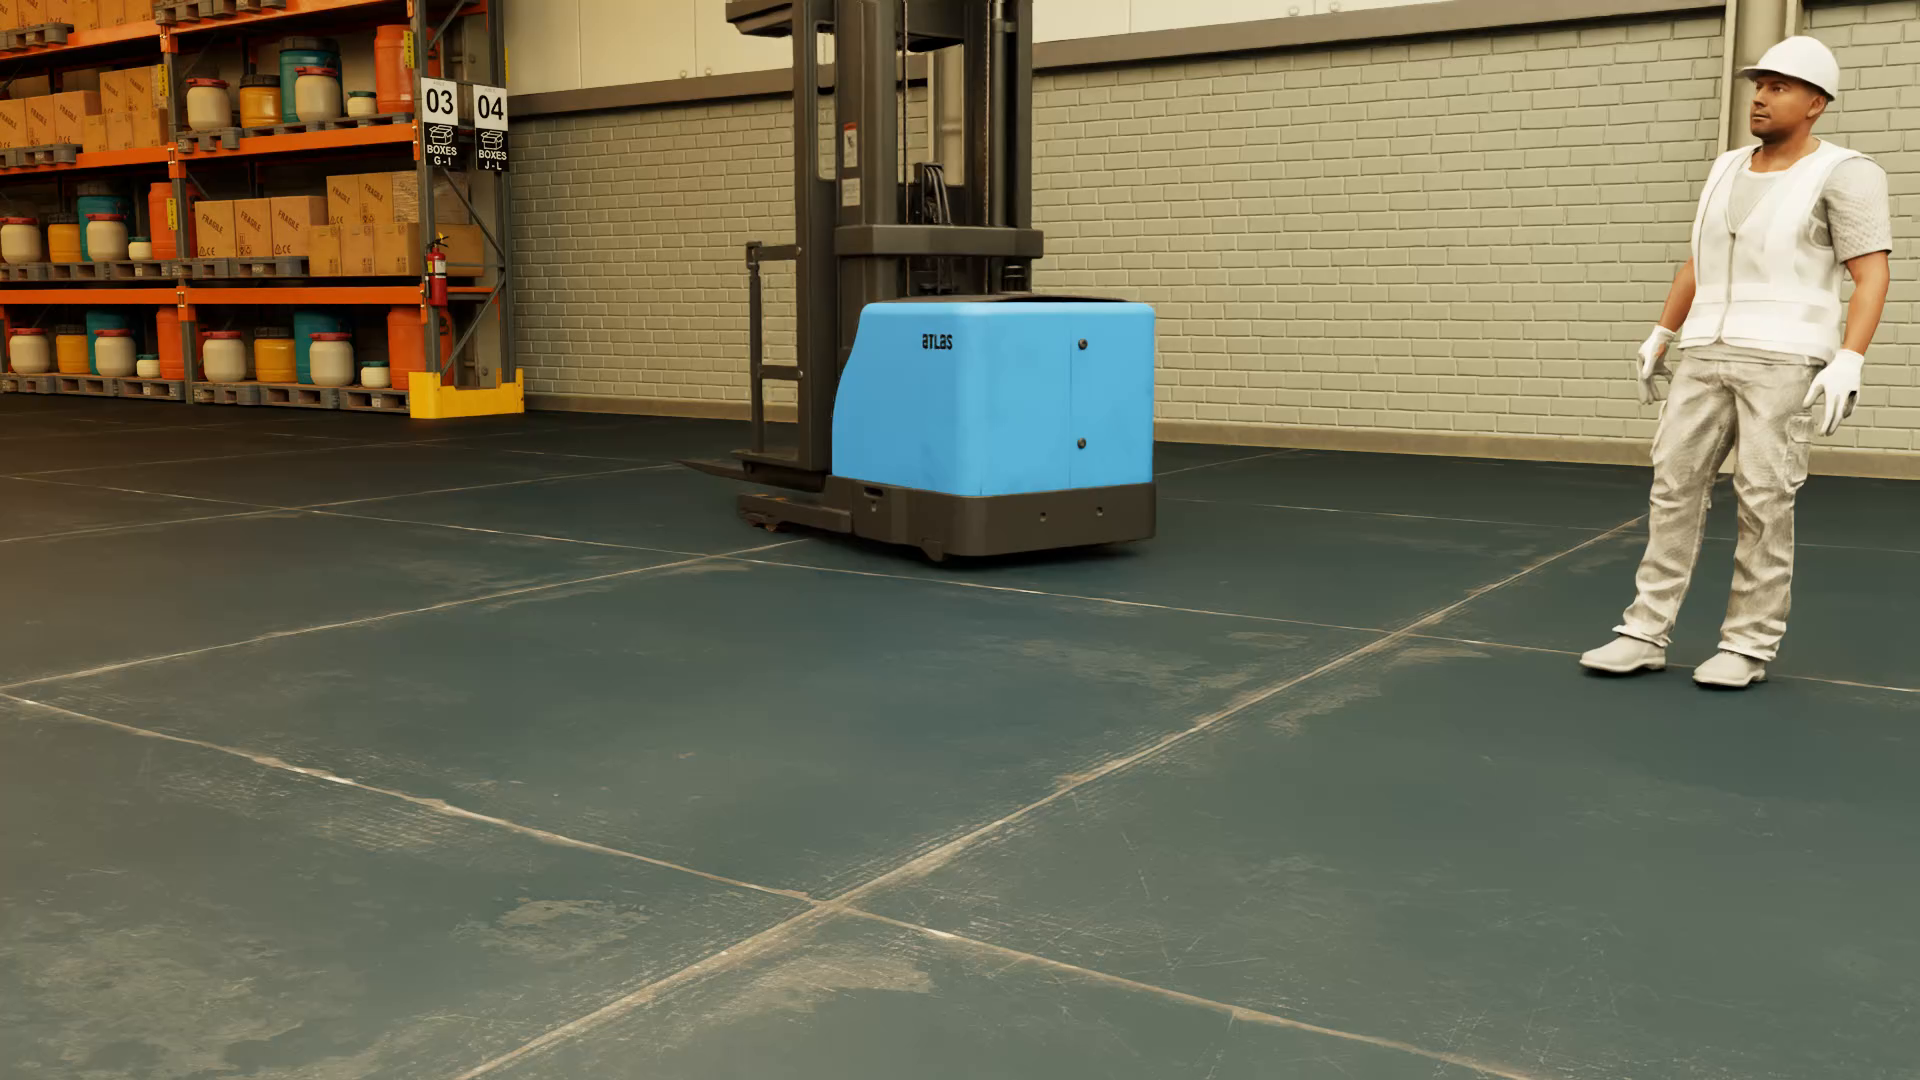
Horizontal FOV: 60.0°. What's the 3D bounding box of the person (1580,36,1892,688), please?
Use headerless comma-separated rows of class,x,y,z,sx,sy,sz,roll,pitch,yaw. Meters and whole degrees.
person,2.154,-0.479,4.641,0.567,1.784,0.696,-4,9,-28

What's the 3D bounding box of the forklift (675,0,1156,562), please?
forklift,-0.417,-1.525,7.917,1.130,2.935,3.031,-6,10,-35
